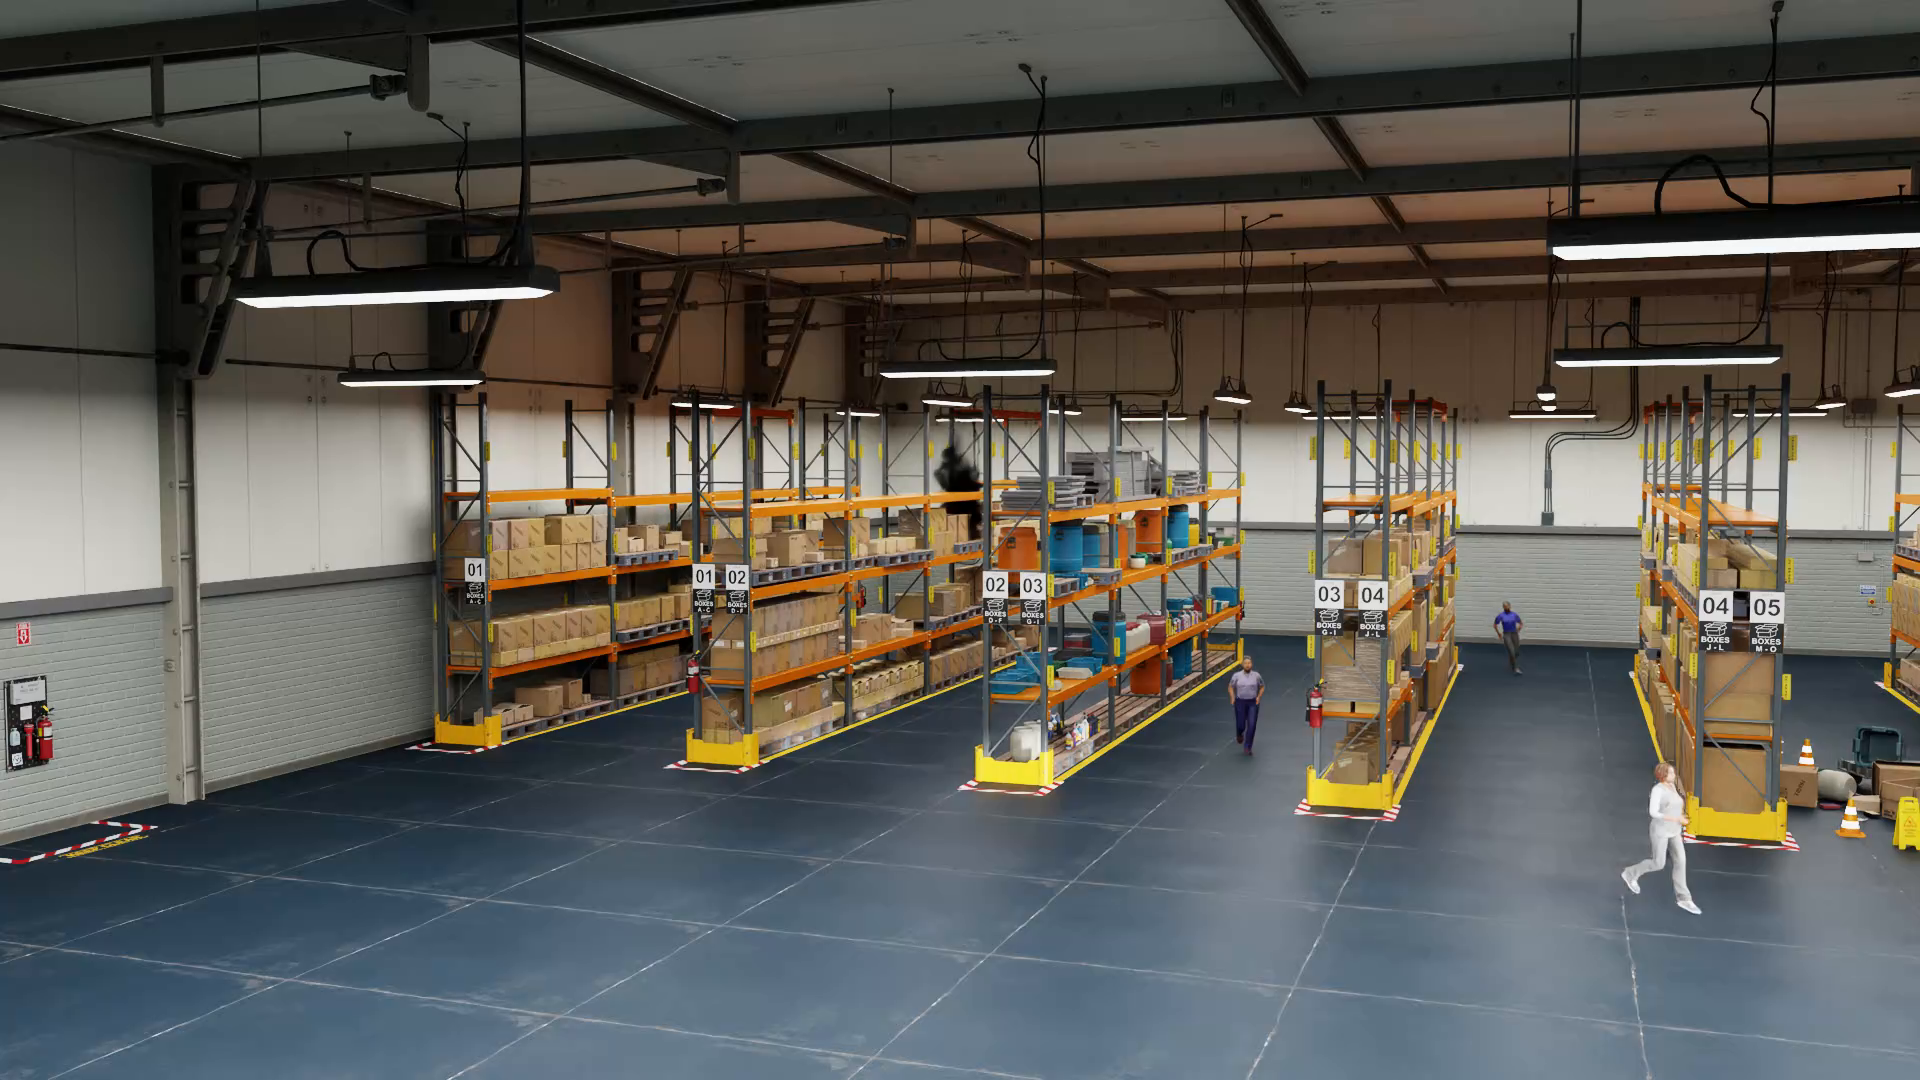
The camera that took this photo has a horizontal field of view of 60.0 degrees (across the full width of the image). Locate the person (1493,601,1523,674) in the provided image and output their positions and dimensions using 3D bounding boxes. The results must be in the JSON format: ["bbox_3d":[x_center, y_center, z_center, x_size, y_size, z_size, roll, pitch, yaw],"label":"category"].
[{"bbox_3d":[12.407,2.193,37.598,0.639,1.613,0.744,0,3,3],"label":"person"}]

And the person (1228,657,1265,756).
[{"bbox_3d":[4.763,2.742,27.606,0.613,1.607,0.587,0,3,7],"label":"person"}]

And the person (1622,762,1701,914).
[{"bbox_3d":[7.688,3.235,18.194,0.544,1.566,0.887,-2,4,-36],"label":"person"}]
